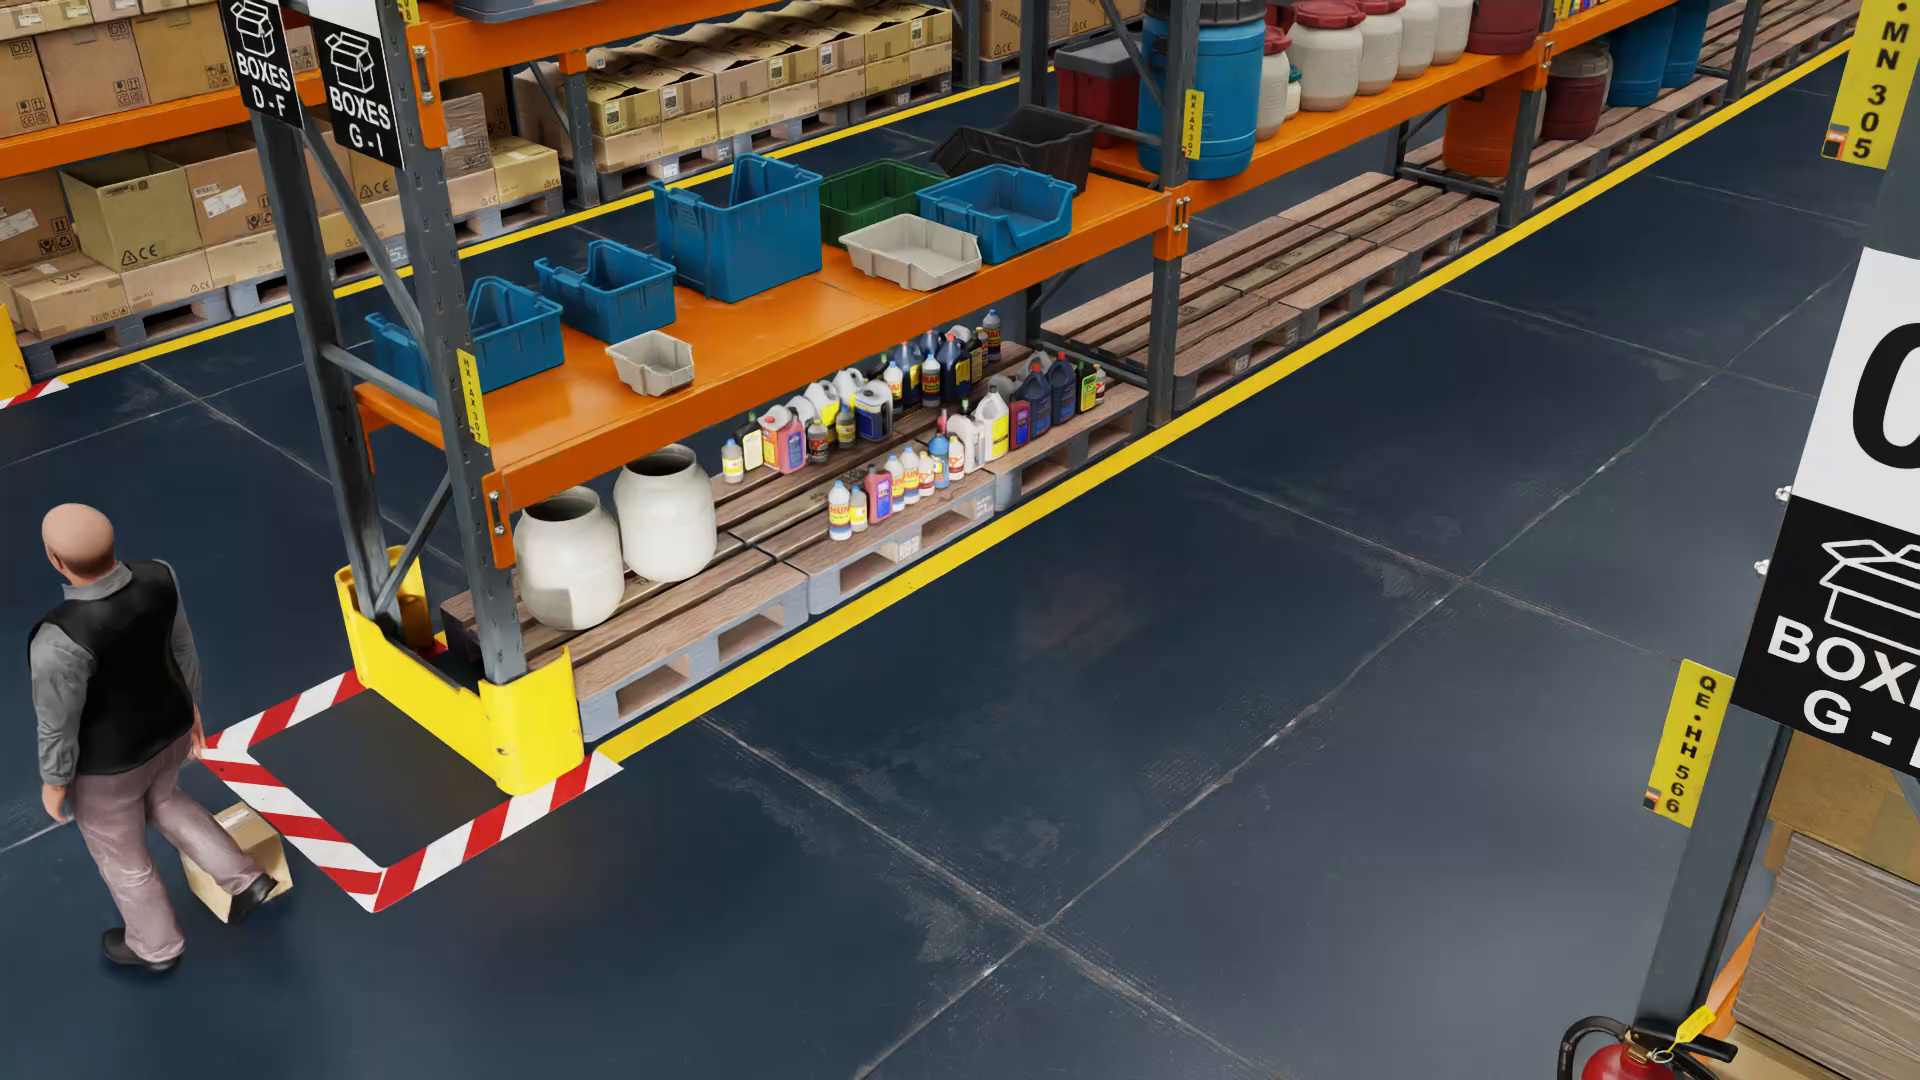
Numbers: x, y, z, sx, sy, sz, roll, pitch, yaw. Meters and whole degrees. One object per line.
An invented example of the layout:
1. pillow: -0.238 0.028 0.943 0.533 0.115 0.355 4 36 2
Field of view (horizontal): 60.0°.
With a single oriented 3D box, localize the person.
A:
1. person: -2.563 0.627 5.099 0.565 1.711 0.542 9 32 14
